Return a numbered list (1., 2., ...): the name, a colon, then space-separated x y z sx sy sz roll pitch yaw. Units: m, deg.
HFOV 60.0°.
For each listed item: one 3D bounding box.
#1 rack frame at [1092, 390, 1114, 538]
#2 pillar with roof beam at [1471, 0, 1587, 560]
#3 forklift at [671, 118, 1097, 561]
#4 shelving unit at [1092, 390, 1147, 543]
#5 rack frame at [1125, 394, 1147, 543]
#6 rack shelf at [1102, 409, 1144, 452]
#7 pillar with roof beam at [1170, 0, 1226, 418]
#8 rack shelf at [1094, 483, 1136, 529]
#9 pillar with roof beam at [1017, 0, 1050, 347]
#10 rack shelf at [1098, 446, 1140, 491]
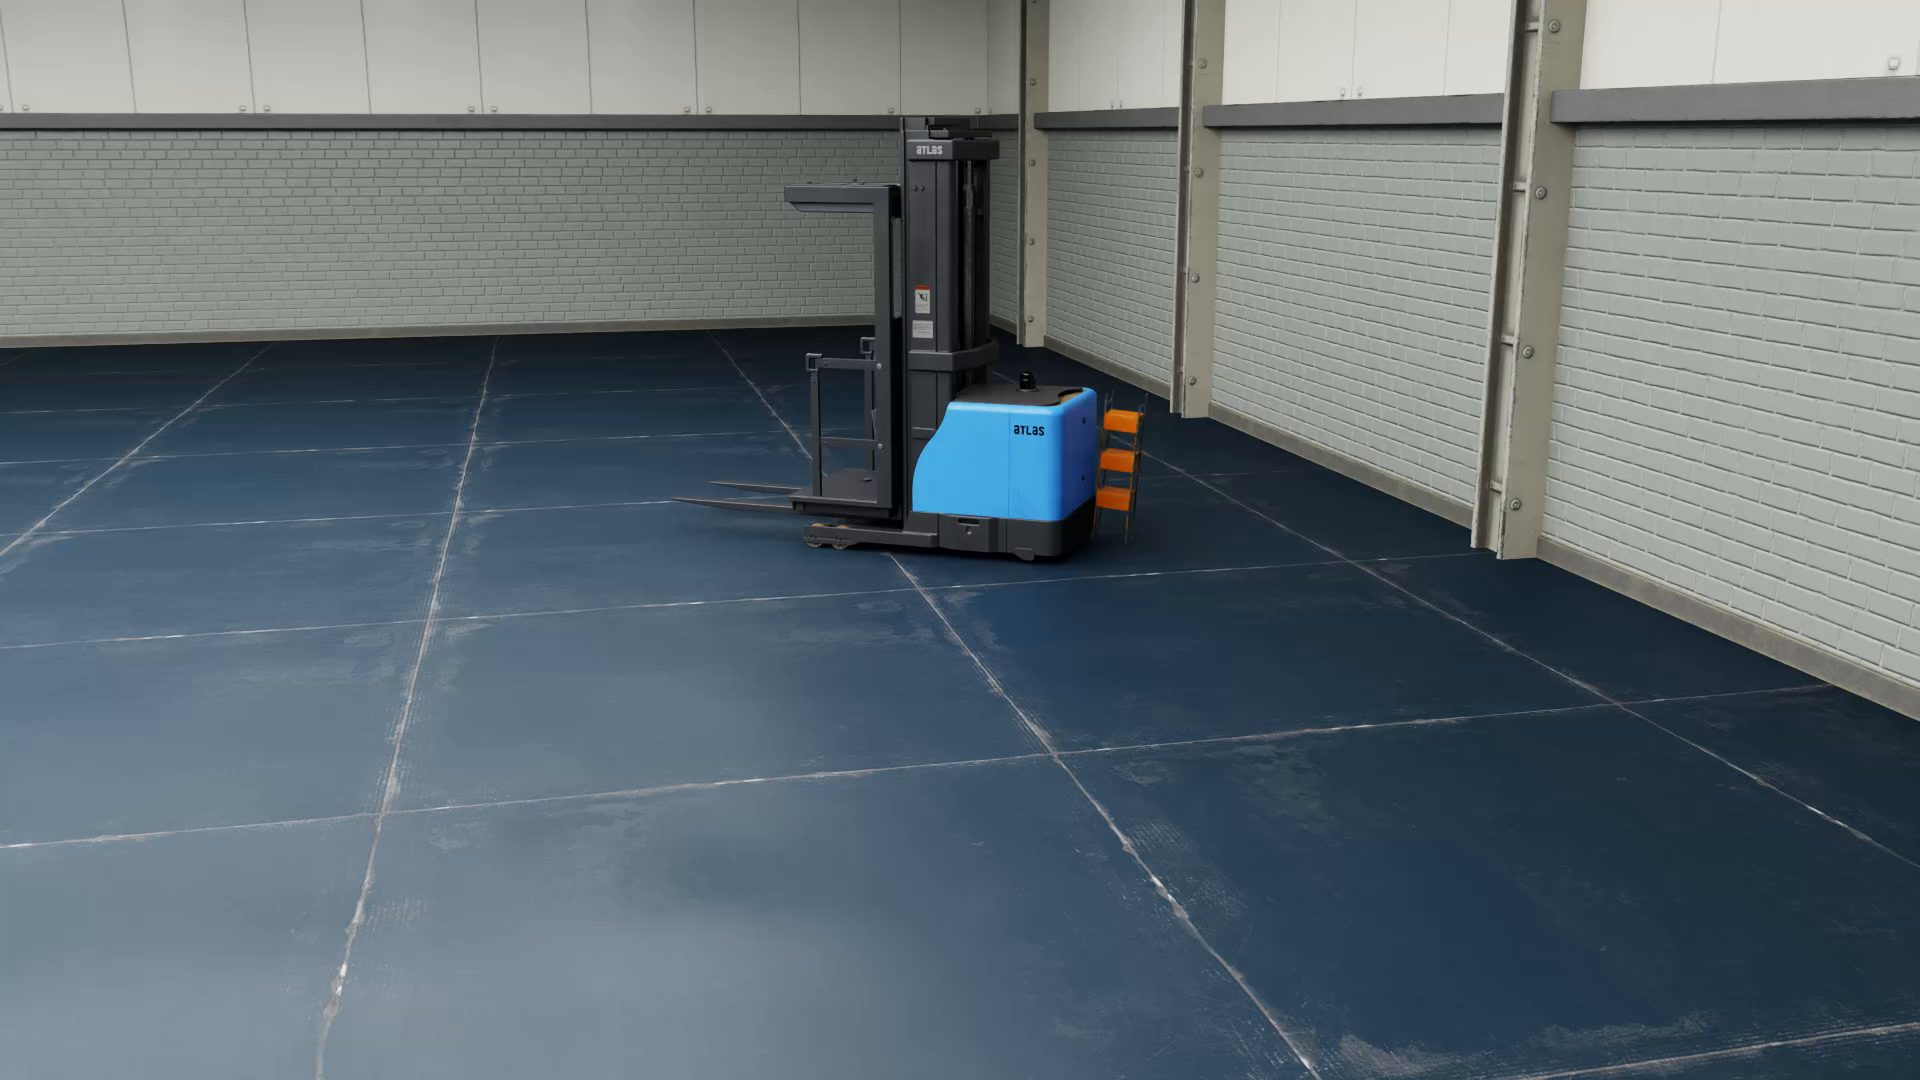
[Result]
1. rack frame: 1.017 -0.540 11.849 0.008 1.050 0.200 9 16 17
2. pillar with roof beam: -0.383 -4.051 9.549 9.100 9.000 0.400 -3 14 -13
3. forklift: -0.589 -1.472 11.775 3.031 2.935 1.130 5 14 18
4. shelving unit: 1.132 -0.522 11.813 0.252 1.050 0.215 9 16 17
5. rack frame: 1.247 -0.503 11.777 0.008 1.050 0.200 9 16 17
6. rack shelf: 1.152 -0.784 11.742 0.240 0.259 0.215 9 16 17
7. pillar with roof beam: -1.792 -5.436 15.215 9.100 9.000 0.400 -3 14 -13
8. rack shelf: 1.111 -0.244 11.888 0.240 0.259 0.215 9 16 17
9. pillar with roof beam: -3.202 -6.820 20.880 9.100 9.000 0.400 -3 14 -13
10. rack shelf: 1.131 -0.511 11.816 0.240 0.259 0.215 9 16 17
